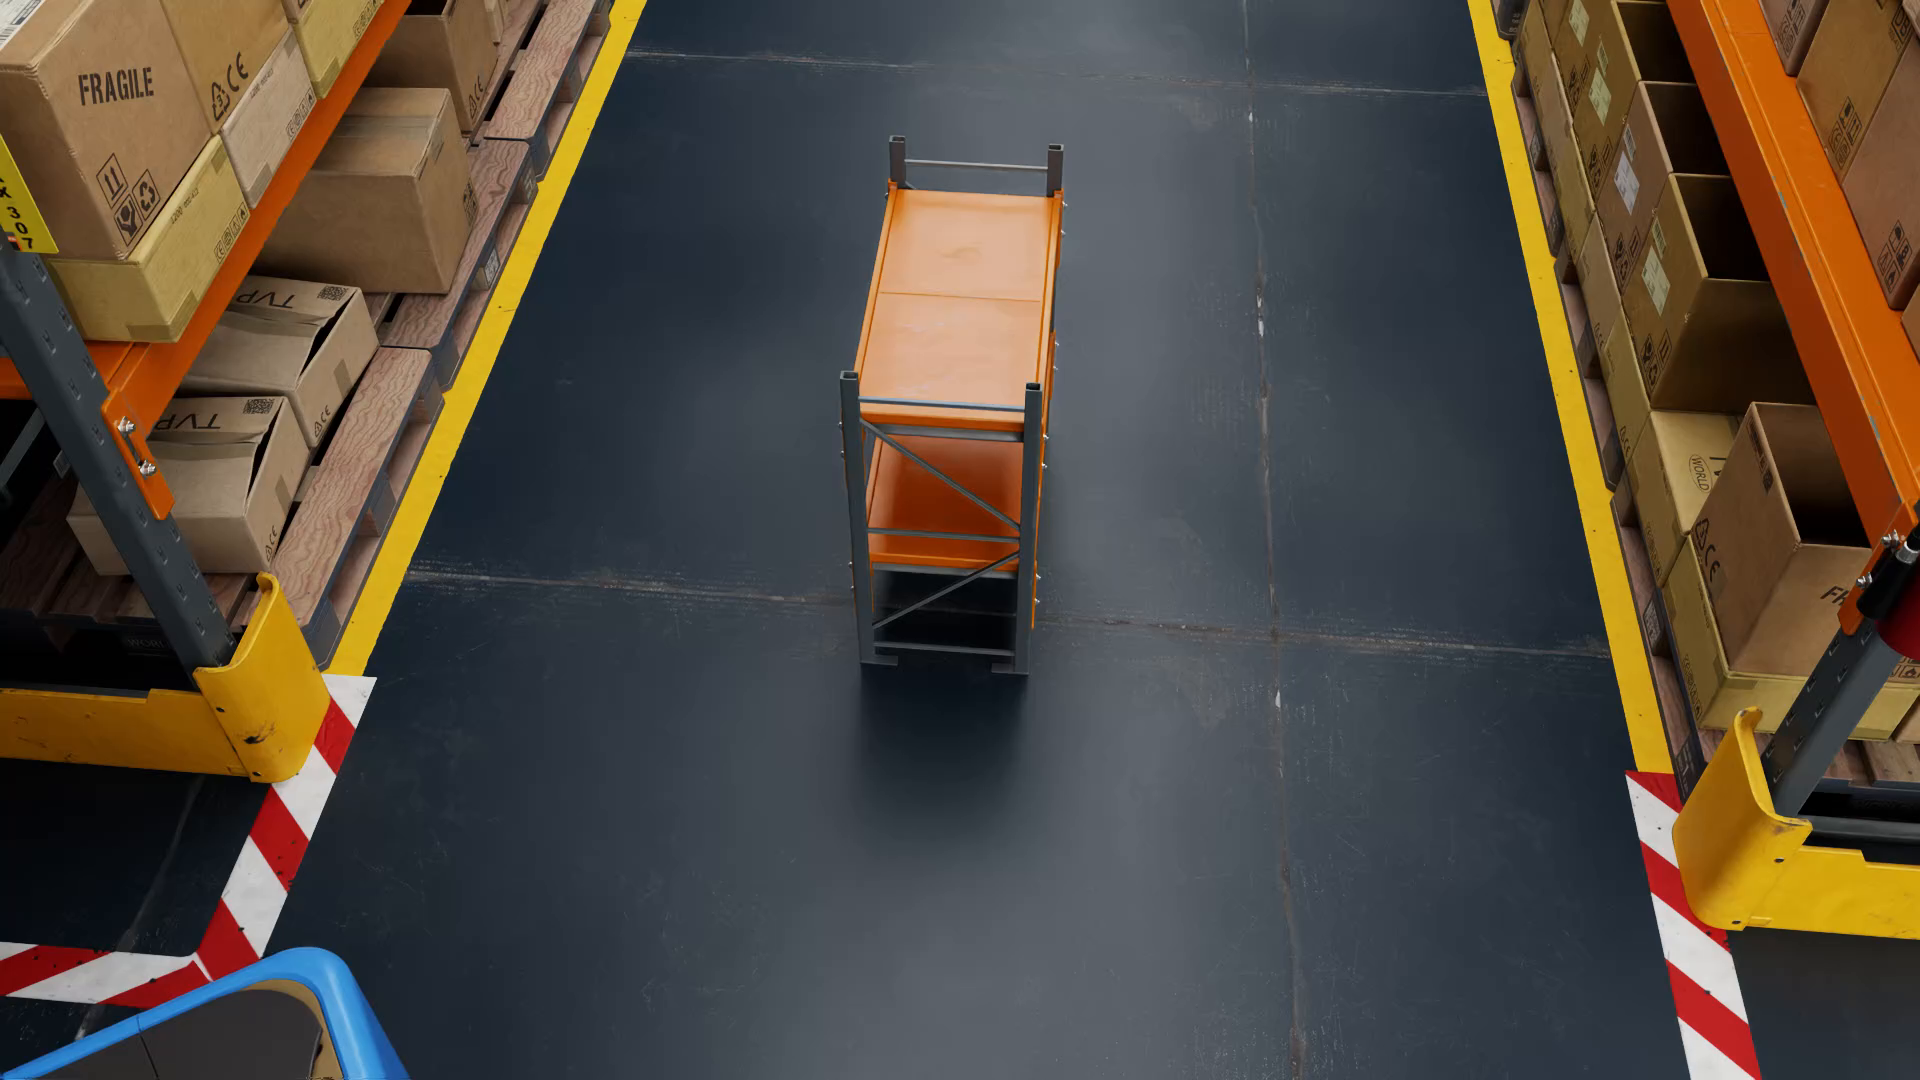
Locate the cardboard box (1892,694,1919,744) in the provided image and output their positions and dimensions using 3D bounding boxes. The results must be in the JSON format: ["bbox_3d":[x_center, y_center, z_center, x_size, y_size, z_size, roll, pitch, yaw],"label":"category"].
[{"bbox_3d":[2.779,0.296,4.525,0.500,0.250,0.500,4,48,4],"label":"cardboard box"}]

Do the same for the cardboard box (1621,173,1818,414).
[{"bbox_3d":[2.338,-0.728,4.954,0.500,0.500,0.500,4,48,4],"label":"cardboard box"}]

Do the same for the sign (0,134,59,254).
[{"bbox_3d":[-1.884,-0.697,3.268,0.100,0.325,0.005,4,48,4],"label":"sign"}]

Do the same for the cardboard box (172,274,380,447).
[{"bbox_3d":[-2.220,-0.604,5.293,0.500,0.311,0.500,7,48,7],"label":"cardboard box"}]

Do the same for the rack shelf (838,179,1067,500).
[{"bbox_3d":[0.001,-0.582,4.623,0.538,0.278,1.000,4,48,4],"label":"rack shelf"}]

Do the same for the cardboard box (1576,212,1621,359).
[{"bbox_3d":[2.388,-0.842,5.566,0.500,0.250,0.500,4,48,4],"label":"cardboard box"}]

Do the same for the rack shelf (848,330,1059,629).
[{"bbox_3d":[0.001,-0.220,5.020,0.538,0.278,1.000,4,48,4],"label":"rack shelf"}]

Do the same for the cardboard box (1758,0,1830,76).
[{"bbox_3d":[2.703,-1.625,4.636,0.700,0.500,0.500,5,48,5],"label":"cardboard box"}]

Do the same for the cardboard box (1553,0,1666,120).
[{"bbox_3d":[2.482,-1.830,5.961,0.500,0.500,0.500,4,48,4],"label":"cardboard box"}]

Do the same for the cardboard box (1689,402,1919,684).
[{"bbox_3d":[2.262,0.008,4.281,0.500,0.500,0.500,4,48,4],"label":"cardboard box"}]

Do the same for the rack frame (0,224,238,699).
[{"bbox_3d":[-2.424,-0.442,3.621,1.000,3.000,0.127,4,48,4],"label":"rack frame"}]

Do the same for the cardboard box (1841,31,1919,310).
[{"bbox_3d":[2.607,-0.873,3.948,0.700,0.500,0.500,5,48,5],"label":"cardboard box"}]

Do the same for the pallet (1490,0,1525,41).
[{"bbox_3d":[2.902,-2.653,7.534,1.003,0.211,1.213,4,48,4],"label":"pallet"}]

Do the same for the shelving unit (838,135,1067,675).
[{"bbox_3d":[0.001,-0.385,4.839,0.538,1.125,1.048,4,48,4],"label":"shelving unit"}]

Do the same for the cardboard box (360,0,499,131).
[{"bbox_3d":[-2.115,-1.920,6.369,0.500,0.500,0.500,1,48,1],"label":"cardboard box"}]

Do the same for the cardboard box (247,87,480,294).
[{"bbox_3d":[-2.103,-1.203,5.714,0.700,0.500,0.500,1,48,1],"label":"cardboard box"}]

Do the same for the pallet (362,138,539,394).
[{"bbox_3d":[-2.194,-1.045,6.063,1.003,0.211,1.213,4,48,4],"label":"pallet"}]

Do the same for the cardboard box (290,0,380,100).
[{"bbox_3d":[-1.978,-1.491,4.669,0.500,0.250,0.500,3,48,3],"label":"cardboard box"}]

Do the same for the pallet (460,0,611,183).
[{"bbox_3d":[-2.086,-1.944,6.885,1.003,0.211,1.213,4,48,4],"label":"pallet"}]

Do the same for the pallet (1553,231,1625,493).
[{"bbox_3d":[2.651,-0.629,5.682,1.003,0.211,1.213,4,48,4],"label":"pallet"}]

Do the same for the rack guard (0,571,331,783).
[{"bbox_3d":[-2.418,0.346,4.594,1.175,0.500,0.348,4,48,4],"label":"rack guard"}]

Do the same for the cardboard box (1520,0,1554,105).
[{"bbox_3d":[2.529,-1.944,6.574,0.500,0.250,0.500,4,48,4],"label":"cardboard box"}]

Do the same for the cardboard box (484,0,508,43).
[{"bbox_3d":[-2.079,-2.178,6.831,0.380,0.166,0.250,-2,48,-2],"label":"cardboard box"}]

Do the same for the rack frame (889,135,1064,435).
[{"bbox_3d":[0.047,-0.758,5.181,0.500,1.125,0.032,4,48,4],"label":"rack frame"}]

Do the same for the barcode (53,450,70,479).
[{"bbox_3d":[-2.668,-0.228,4.944,0.001,0.075,0.075,4,48,4],"label":"barcode"}]

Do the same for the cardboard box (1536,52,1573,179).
[{"bbox_3d":[2.479,-1.577,6.238,0.500,0.250,0.500,4,48,4],"label":"cardboard box"}]

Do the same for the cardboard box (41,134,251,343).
[{"bbox_3d":[-2.064,-0.735,3.977,0.500,0.250,0.500,3,48,2],"label":"cardboard box"}]

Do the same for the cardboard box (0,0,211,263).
[{"bbox_3d":[-2.082,-0.981,3.695,0.500,0.500,0.500,4,48,4],"label":"cardboard box"}]

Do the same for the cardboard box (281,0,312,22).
[{"bbox_3d":[-1.973,-1.723,4.373,0.500,0.500,0.500,2,48,2],"label":"cardboard box"}]

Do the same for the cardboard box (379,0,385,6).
[{"bbox_3d":[-1.930,-1.863,5.009,0.500,0.250,0.500,4,48,4],"label":"cardboard box"}]

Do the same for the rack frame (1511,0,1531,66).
[{"bbox_3d":[2.874,-3.050,6.007,1.000,3.000,0.127,4,48,4],"label":"rack frame"}]

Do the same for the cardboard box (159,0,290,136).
[{"bbox_3d":[-2.027,-1.344,4.026,0.500,0.500,0.500,4,48,4],"label":"cardboard box"}]

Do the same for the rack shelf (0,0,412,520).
[{"bbox_3d":[-2.242,-1.668,5.231,1.077,0.370,4.000,4,48,4],"label":"rack shelf"}]

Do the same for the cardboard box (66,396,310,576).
[{"bbox_3d":[-2.272,-0.185,4.910,0.500,0.311,0.500,-1,48,-1],"label":"cardboard box"}]

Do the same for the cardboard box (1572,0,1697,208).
[{"bbox_3d":[2.428,-1.463,5.626,0.500,0.500,0.500,4,48,4],"label":"cardboard box"}]

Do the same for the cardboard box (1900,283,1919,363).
[{"bbox_3d":[2.564,-0.487,3.595,0.700,0.500,0.500,4,48,4],"label":"cardboard box"}]

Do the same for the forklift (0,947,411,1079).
[{"bbox_3d":[-2.250,1.322,2.054,3.031,2.935,1.130,-23,51,-19],"label":"forklift"}]

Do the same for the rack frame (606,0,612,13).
[{"bbox_3d":[-2.060,-3.381,6.309,1.000,3.000,0.127,4,48,4],"label":"rack frame"}]

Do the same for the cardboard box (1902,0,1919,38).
[{"bbox_3d":[2.425,-1.222,3.828,0.380,0.149,0.250,4,48,4],"label":"cardboard box"}]

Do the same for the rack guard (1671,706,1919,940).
[{"bbox_3d":[2.507,0.750,4.225,1.175,0.500,0.348,4,48,4],"label":"rack guard"}]

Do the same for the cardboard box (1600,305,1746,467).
[{"bbox_3d":[2.341,-0.475,5.230,0.500,0.250,0.500,4,48,4],"label":"cardboard box"}]

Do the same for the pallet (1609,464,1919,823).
[{"bbox_3d":[2.537,0.265,4.864,1.003,0.211,1.213,4,48,4],"label":"pallet"}]

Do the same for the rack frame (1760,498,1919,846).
[{"bbox_3d":[2.509,-0.111,3.319,1.000,3.000,0.127,4,48,4],"label":"rack frame"}]

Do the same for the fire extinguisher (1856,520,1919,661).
[{"bbox_3d":[2.036,-0.029,3.297,0.296,0.674,0.183,4,48,4],"label":"fire extinguisher"}]

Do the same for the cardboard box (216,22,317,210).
[{"bbox_3d":[-2.031,-1.117,4.327,0.500,0.250,0.500,3,48,2],"label":"cardboard box"}]

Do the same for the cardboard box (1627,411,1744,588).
[{"bbox_3d":[2.297,-0.107,4.894,0.500,0.250,0.500,4,48,4],"label":"cardboard box"}]

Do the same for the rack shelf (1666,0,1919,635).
[{"bbox_3d":[2.691,-1.338,4.928,1.077,0.370,4.000,4,48,4],"label":"rack shelf"}]

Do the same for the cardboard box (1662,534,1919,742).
[{"bbox_3d":[2.264,0.261,4.557,0.500,0.250,0.500,4,48,4],"label":"cardboard box"}]

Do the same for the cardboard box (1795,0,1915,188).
[{"bbox_3d":[2.658,-1.238,4.282,0.700,0.500,0.500,4,48,4],"label":"cardboard box"}]

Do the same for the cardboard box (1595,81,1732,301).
[{"bbox_3d":[2.385,-1.095,5.289,0.500,0.500,0.500,4,48,4],"label":"cardboard box"}]

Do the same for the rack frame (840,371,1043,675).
[{"bbox_3d":[-0.046,-0.011,4.498,0.500,1.125,0.032,4,48,4],"label":"rack frame"}]

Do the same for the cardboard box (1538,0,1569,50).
[{"bbox_3d":[2.519,-2.198,6.298,0.500,0.500,0.500,4,48,4],"label":"cardboard box"}]

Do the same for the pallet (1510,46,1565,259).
[{"bbox_3d":[2.759,-1.528,6.504,1.003,0.211,1.213,4,48,4],"label":"pallet"}]

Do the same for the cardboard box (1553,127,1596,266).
[{"bbox_3d":[2.428,-1.210,5.902,0.500,0.250,0.500,4,48,4],"label":"cardboard box"}]

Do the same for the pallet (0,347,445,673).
[{"bbox_3d":[-2.308,-0.151,5.245,1.003,0.211,1.213,4,48,4],"label":"pallet"}]
